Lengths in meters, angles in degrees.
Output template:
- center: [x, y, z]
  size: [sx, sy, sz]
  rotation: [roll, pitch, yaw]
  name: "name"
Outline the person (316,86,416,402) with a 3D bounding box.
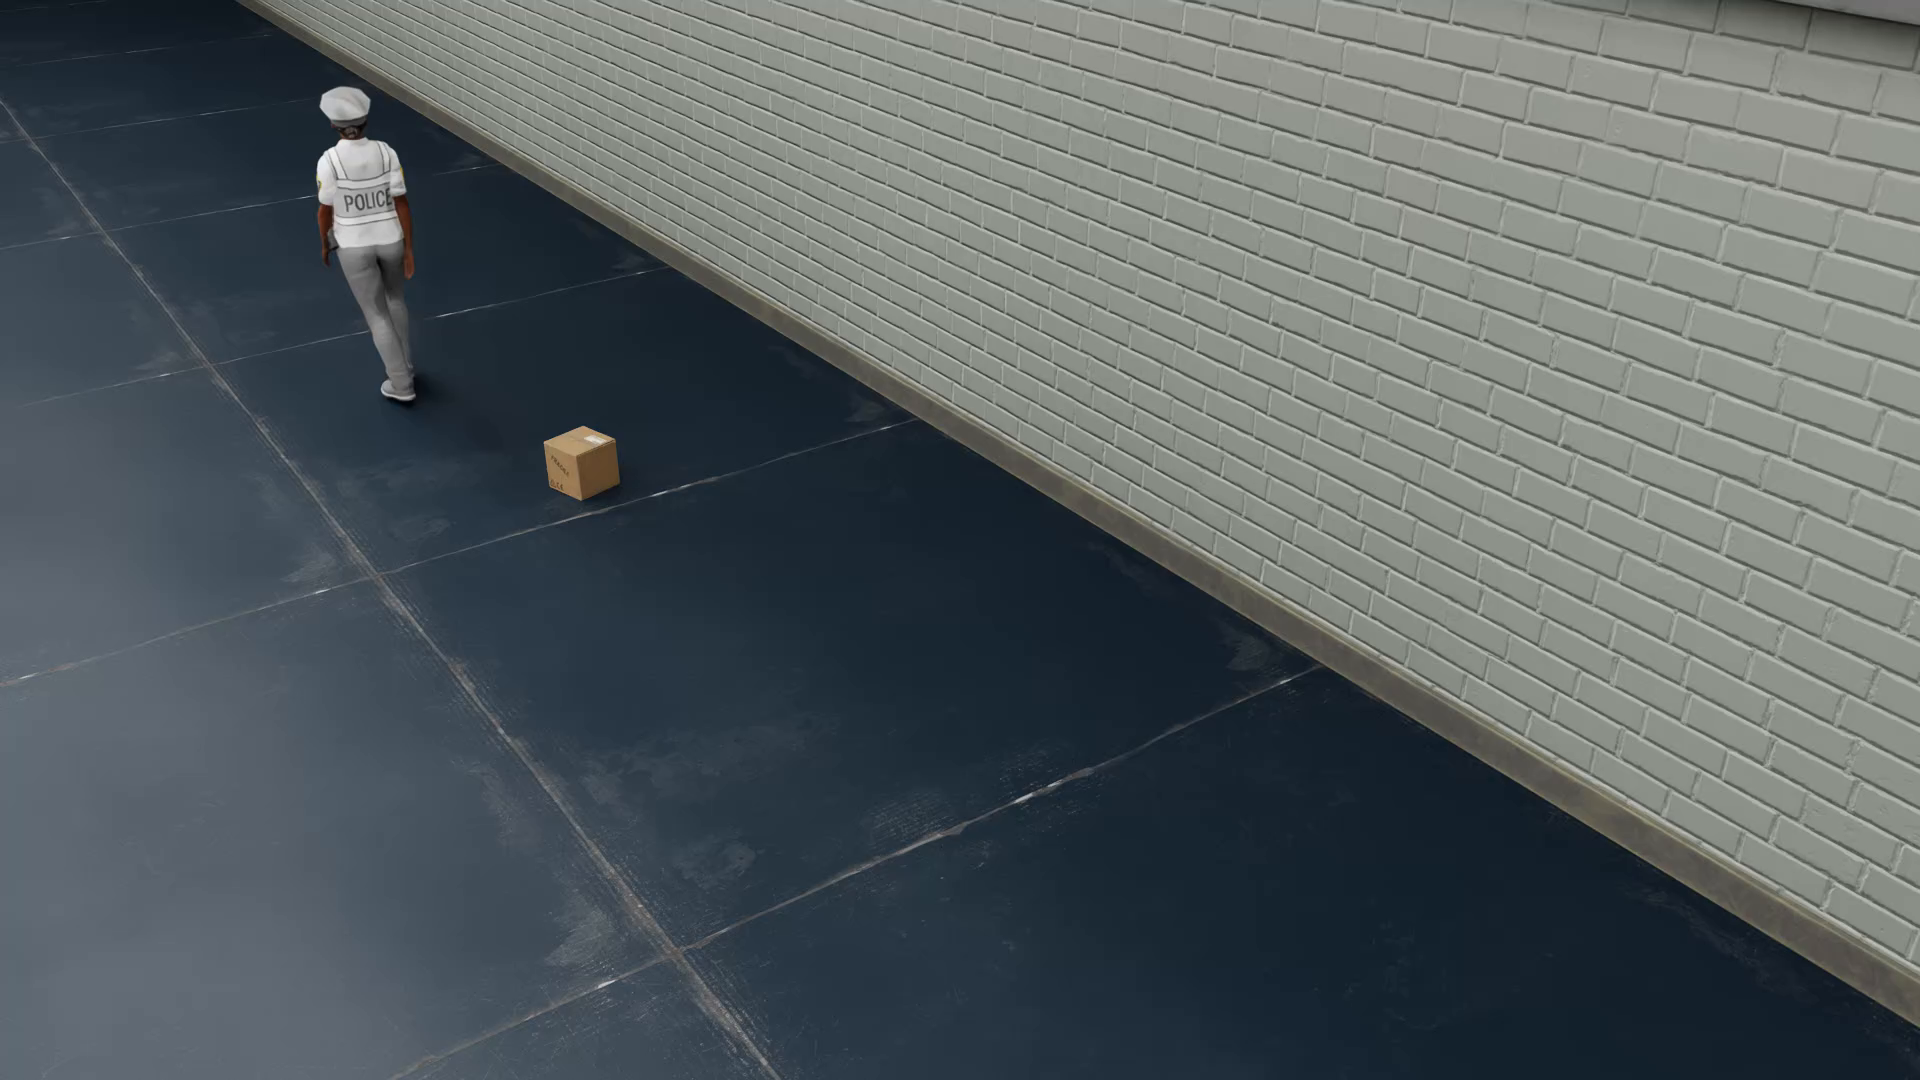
- center: [-3.206, -1.565, 8.981]
  size: [0.443, 1.755, 0.625]
  rotation: [-22, 35, -34]
  name: "person"
